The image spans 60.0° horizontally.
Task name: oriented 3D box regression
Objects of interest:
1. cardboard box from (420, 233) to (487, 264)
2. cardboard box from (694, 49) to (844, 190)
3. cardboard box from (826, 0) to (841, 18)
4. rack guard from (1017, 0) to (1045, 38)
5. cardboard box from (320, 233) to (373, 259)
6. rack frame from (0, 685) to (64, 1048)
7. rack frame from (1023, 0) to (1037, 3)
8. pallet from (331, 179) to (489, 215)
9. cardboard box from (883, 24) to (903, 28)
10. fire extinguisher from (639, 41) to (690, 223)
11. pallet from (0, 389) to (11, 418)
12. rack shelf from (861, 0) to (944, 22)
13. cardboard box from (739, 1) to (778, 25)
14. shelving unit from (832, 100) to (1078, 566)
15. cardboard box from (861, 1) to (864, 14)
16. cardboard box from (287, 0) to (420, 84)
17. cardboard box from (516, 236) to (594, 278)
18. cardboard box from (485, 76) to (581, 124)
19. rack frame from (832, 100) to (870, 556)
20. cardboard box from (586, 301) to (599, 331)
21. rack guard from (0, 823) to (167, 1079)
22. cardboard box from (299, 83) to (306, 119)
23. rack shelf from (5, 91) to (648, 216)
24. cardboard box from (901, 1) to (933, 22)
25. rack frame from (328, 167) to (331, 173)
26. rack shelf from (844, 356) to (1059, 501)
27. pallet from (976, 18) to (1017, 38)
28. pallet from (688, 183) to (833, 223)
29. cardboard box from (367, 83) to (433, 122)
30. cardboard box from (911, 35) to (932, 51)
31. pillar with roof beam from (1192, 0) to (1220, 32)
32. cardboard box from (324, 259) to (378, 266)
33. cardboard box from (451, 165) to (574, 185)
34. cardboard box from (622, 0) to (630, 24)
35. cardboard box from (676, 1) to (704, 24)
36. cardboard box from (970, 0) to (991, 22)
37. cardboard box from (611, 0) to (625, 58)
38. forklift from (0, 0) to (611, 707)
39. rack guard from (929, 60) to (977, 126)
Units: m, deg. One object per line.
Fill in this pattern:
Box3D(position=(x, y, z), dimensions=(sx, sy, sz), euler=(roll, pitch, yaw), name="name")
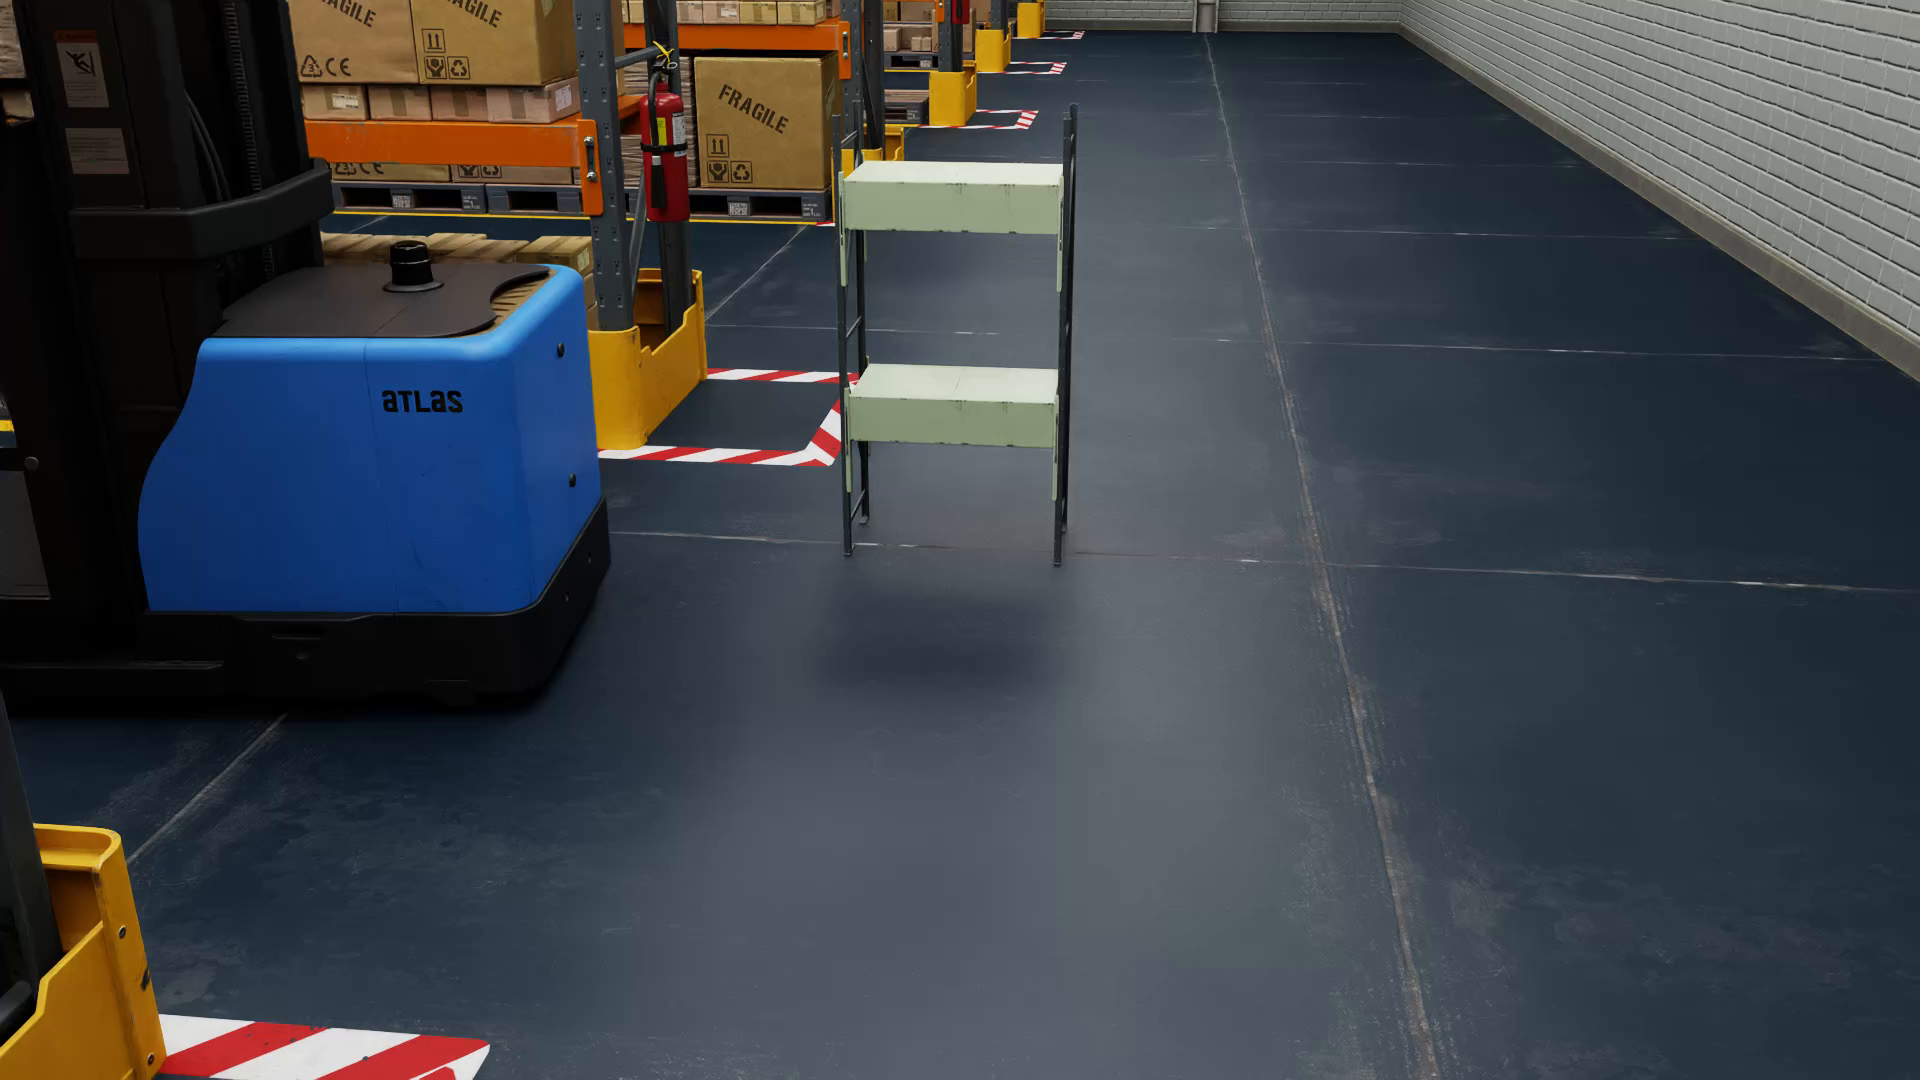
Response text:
Box3D(position=(-2.359, -1.300, 7.645), dimensions=(0.250, 0.149, 0.380), euler=(2, 22, 6), name="cardboard box")
Box3D(position=(-1.317, -2.993, 11.750), dimensions=(0.875, 0.875, 0.875), euler=(2, 22, 6), name="cardboard box")
Box3D(position=(-0.986, -3.807, 11.831), dimensions=(0.250, 0.149, 0.380), euler=(3, 22, 7), name="cardboard box")
Box3D(position=(1.101, -8.050, 25.621), dimensions=(0.348, 0.500, 1.175), euler=(2, 22, 6), name="rack guard")
Box3D(position=(-2.890, -1.296, 7.635), dimensions=(0.250, 0.149, 0.380), euler=(3, 22, 8), name="cardboard box")
Box3D(position=(-1.838, -0.170, 2.289), dimensions=(0.127, 3.000, 1.000), euler=(2, 22, 6), name="rack frame")
Box3D(position=(1.077, -9.213, 25.164), dimensions=(0.127, 3.000, 1.000), euler=(2, 22, 6), name="rack frame")
Box3D(position=(-3.898, -2.603, 12.236), dimensions=(1.213, 0.211, 1.003), euler=(2, 22, 6), name="pallet")
Box3D(position=(-1.002, -6.501, 21.444), dimensions=(0.500, 0.250, 0.500), euler=(2, 22, 6), name="cardboard box")
Box3D(position=(-1.160, -1.592, 6.500), dimensions=(0.183, 0.674, 0.296), euler=(2, 22, 6), name="fire extinguisher")
Box3D(position=(-4.657, -0.841, 7.781), dimensions=(1.213, 0.211, 1.003), euler=(2, 22, 6), name="pallet")
Box3D(position=(-2.075, -5.348, 16.366), dimensions=(4.000, 0.370, 1.077), euler=(2, 22, 6), name="rack shelf")
Box3D(position=(-1.323, -3.577, 11.249), dimensions=(0.250, 0.149, 0.380), euler=(3, 22, 7), name="cardboard box")
Box3D(position=(-0.007, -0.698, 5.665), dimensions=(0.755, 1.500, 0.431), euler=(2, 22, 6), name="shelving unit")
Box3D(position=(-1.666, -8.326, 25.750), dimensions=(0.500, 0.500, 0.700), euler=(2, 22, 6), name="cardboard box")
Box3D(position=(-2.343, -2.116, 6.671), dimensions=(0.500, 0.500, 0.500), euler=(2, 22, 5), name="cardboard box")
Box3D(position=(-1.836, -1.274, 7.580), dimensions=(0.250, 0.149, 0.380), euler=(2, 22, 4), name="cardboard box")
Box3D(position=(-1.713, -1.775, 6.692), dimensions=(0.250, 0.149, 0.380), euler=(3, 22, 6), name="cardboard box")
Box3D(position=(-0.370, -0.714, 5.705), dimensions=(0.023, 1.500, 0.400), euler=(2, 22, 6), name="rack frame")
Box3D(position=(-1.839, -0.990, 7.671), dimensions=(0.250, 0.149, 0.380), euler=(3, 22, 7), name="cardboard box")
Box3D(position=(-1.814, 0.994, 2.746), dimensions=(0.348, 0.500, 1.175), euler=(2, 22, 6), name="rack guard")
Box3D(position=(-2.721, -1.830, 6.830), dimensions=(0.250, 0.149, 0.380), euler=(2, 22, 4), name="cardboard box")
Box3D(position=(-3.342, -1.733, 7.223), dimensions=(4.000, 0.370, 1.077), euler=(2, 22, 6), name="rack shelf")
Box3D(position=(-0.626, -8.283, 25.640), dimensions=(0.500, 0.500, 0.700), euler=(2, 22, 5), name="cardboard box")
Box3D(position=(-4.644, -3.961, 11.879), dimensions=(0.127, 3.000, 1.000), euler=(2, 22, 6), name="rack frame")
Box3D(position=(-0.007, -0.395, 5.785), dimensions=(0.720, 0.370, 0.431), euler=(2, 22, 6), name="rack shelf")
Box3D(position=(0.274, -7.922, 25.692), dimensions=(1.213, 0.211, 1.003), euler=(2, 22, 6), name="pallet")
Box3D(position=(-1.475, -2.497, 11.969), dimensions=(1.213, 0.211, 1.003), euler=(2, 22, 6), name="pallet")
Box3D(position=(-2.206, -1.805, 6.768), dimensions=(0.250, 0.149, 0.380), euler=(2, 22, 6), name="cardboard box")
Box3D(position=(-0.463, -6.275, 20.988), dimensions=(0.250, 0.166, 0.380), euler=(2, 22, 6), name="cardboard box")
Box3D(position=(3.353, -10.630, 20.589), dimensions=(0.400, 9.000, 9.100), euler=(2, 22, 6), name="pillar with roof beam")
Box3D(position=(-2.676, -1.089, 7.111), dimensions=(0.250, 0.149, 0.380), euler=(2, 22, 4), name="cardboard box")
Box3D(position=(-3.104, -3.071, 11.947), dimensions=(0.875, 0.875, 0.875), euler=(2, 22, 6), name="cardboard box")
Box3D(position=(-2.336, -3.621, 11.360), dimensions=(0.250, 0.149, 0.380), euler=(3, 22, 6), name="cardboard box")
Box3D(position=(-1.821, -3.599, 11.306), dimensions=(0.250, 0.149, 0.380), euler=(3, 22, 7), name="cardboard box")
Box3D(position=(0.370, -8.240, 25.531), dimensions=(0.500, 0.500, 0.700), euler=(2, 22, 6), name="cardboard box")
Box3D(position=(-1.769, -2.286, 7.103), dimensions=(0.500, 0.500, 0.500), euler=(4, 22, 9), name="cardboard box")
Box3D(position=(-2.683, -1.067, 4.652), dimensions=(3.031, 2.935, 1.130), euler=(0, 22, 1), name="forklift")
Box3D(position=(-0.064, -4.437, 16.484), dimensions=(0.348, 0.500, 1.175), euler=(2, 22, 6), name="rack guard")
